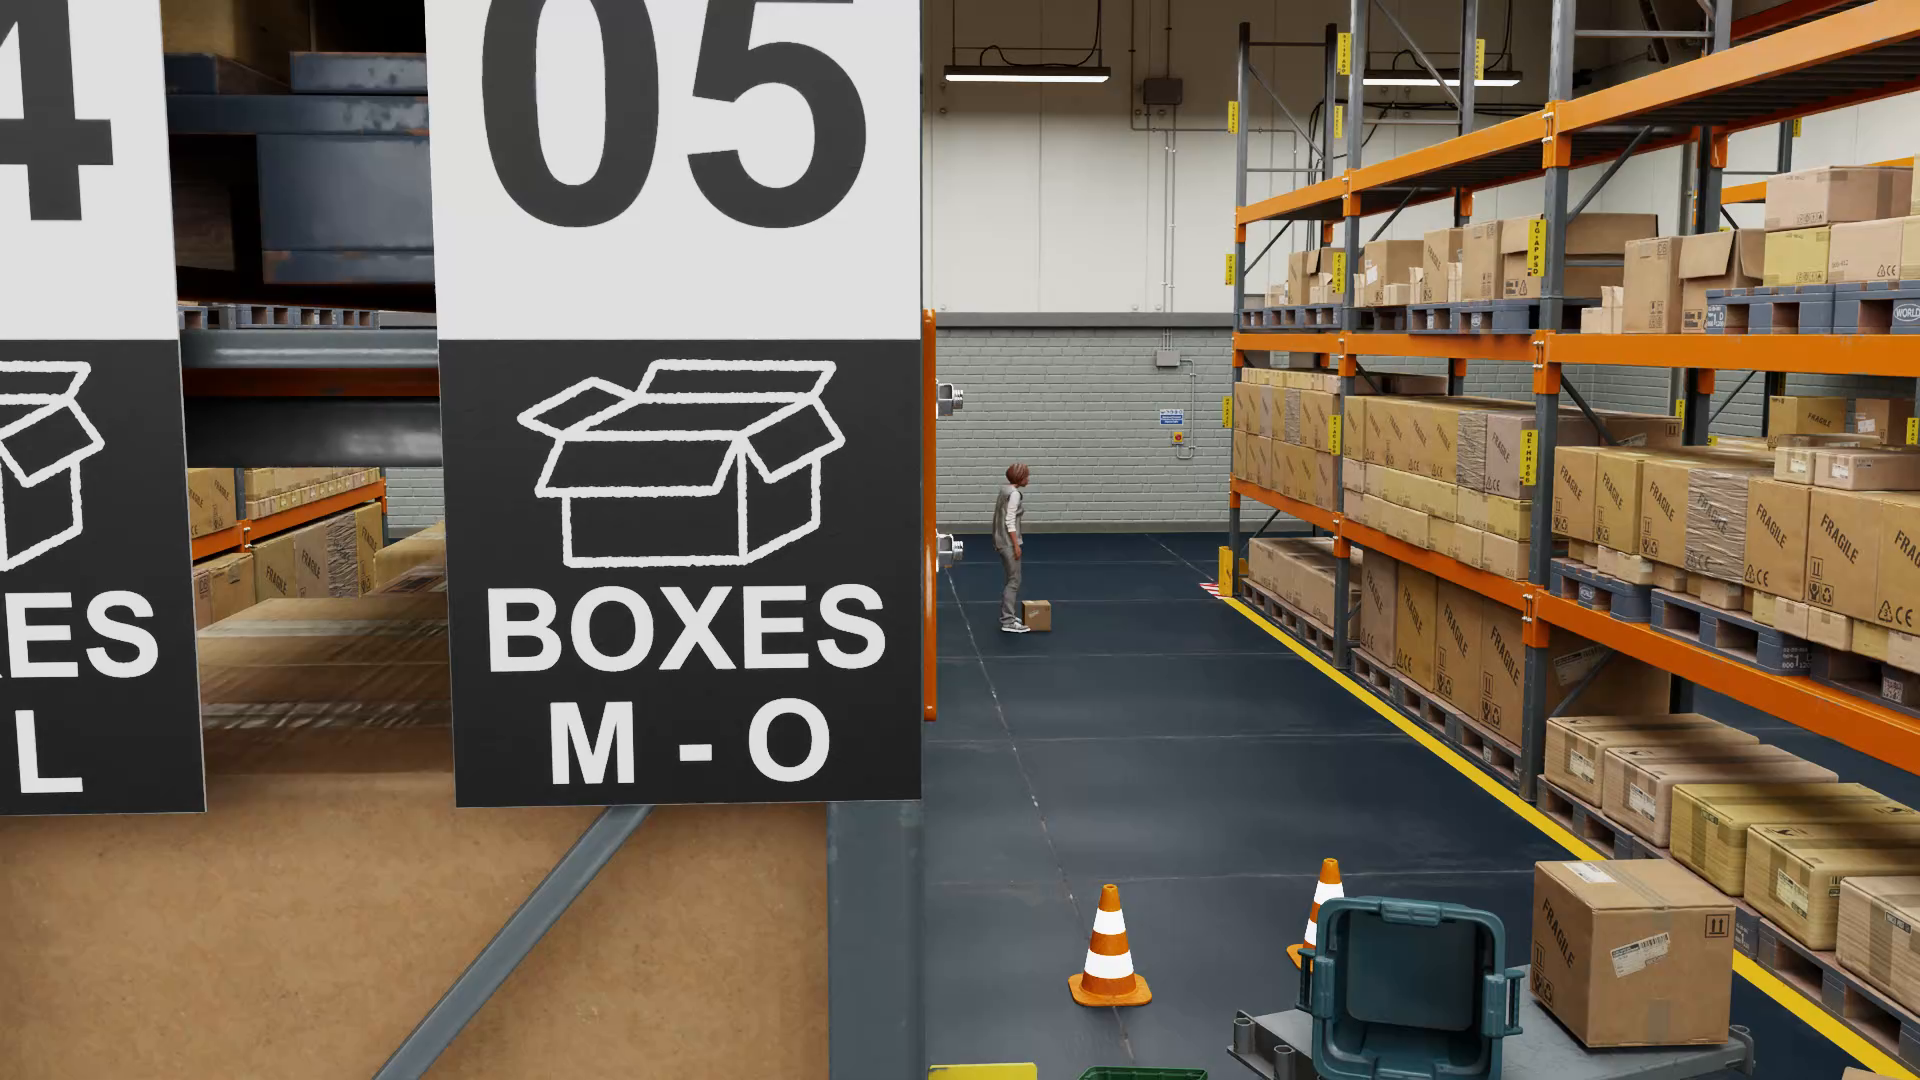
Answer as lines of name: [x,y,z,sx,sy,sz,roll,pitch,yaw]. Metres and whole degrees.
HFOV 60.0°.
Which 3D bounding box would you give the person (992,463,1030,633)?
person: [0.498,0.061,15.813,0.366,1.593,0.470,-1,7,-5]
